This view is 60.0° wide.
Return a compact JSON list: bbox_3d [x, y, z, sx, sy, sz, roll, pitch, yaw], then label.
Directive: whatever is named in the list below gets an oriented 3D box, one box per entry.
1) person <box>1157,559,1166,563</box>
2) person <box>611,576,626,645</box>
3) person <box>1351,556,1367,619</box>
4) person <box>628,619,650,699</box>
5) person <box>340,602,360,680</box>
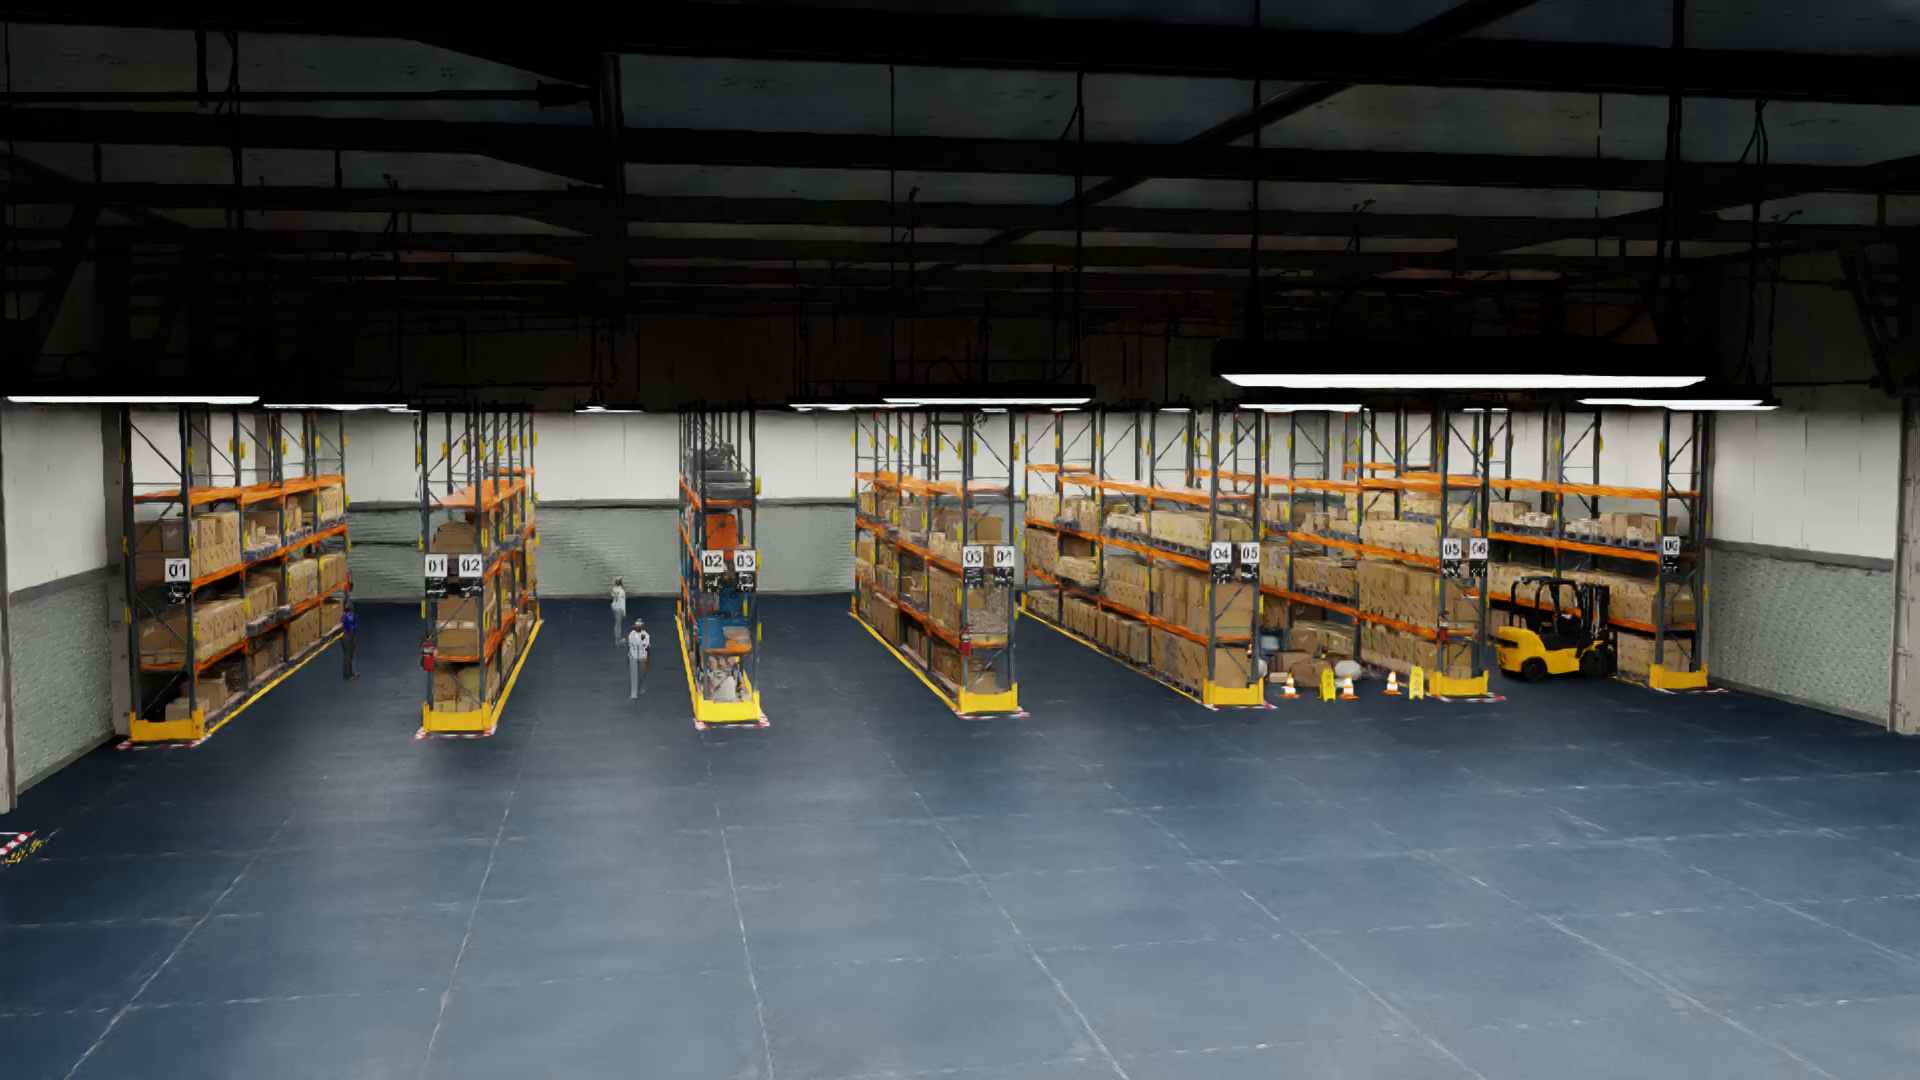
[{"bbox_3d":[5.569,1.376,46.410,0.540,1.660,0.585,1,4,8],"label":"person"},{"bbox_3d":[-8.461,1.747,41.420,0.433,1.684,0.553,-3,5,-38],"label":"person"},{"bbox_3d":[11.273,1.311,46.634,0.561,1.764,0.681,0,4,4],"label":"person"},{"bbox_3d":[-6.491,2.372,33.658,0.445,1.590,1.081,-1,4,-13],"label":"person"},{"bbox_3d":[-13.166,2.170,35.933,0.440,1.666,0.551,-3,5,-37],"label":"person"}]
